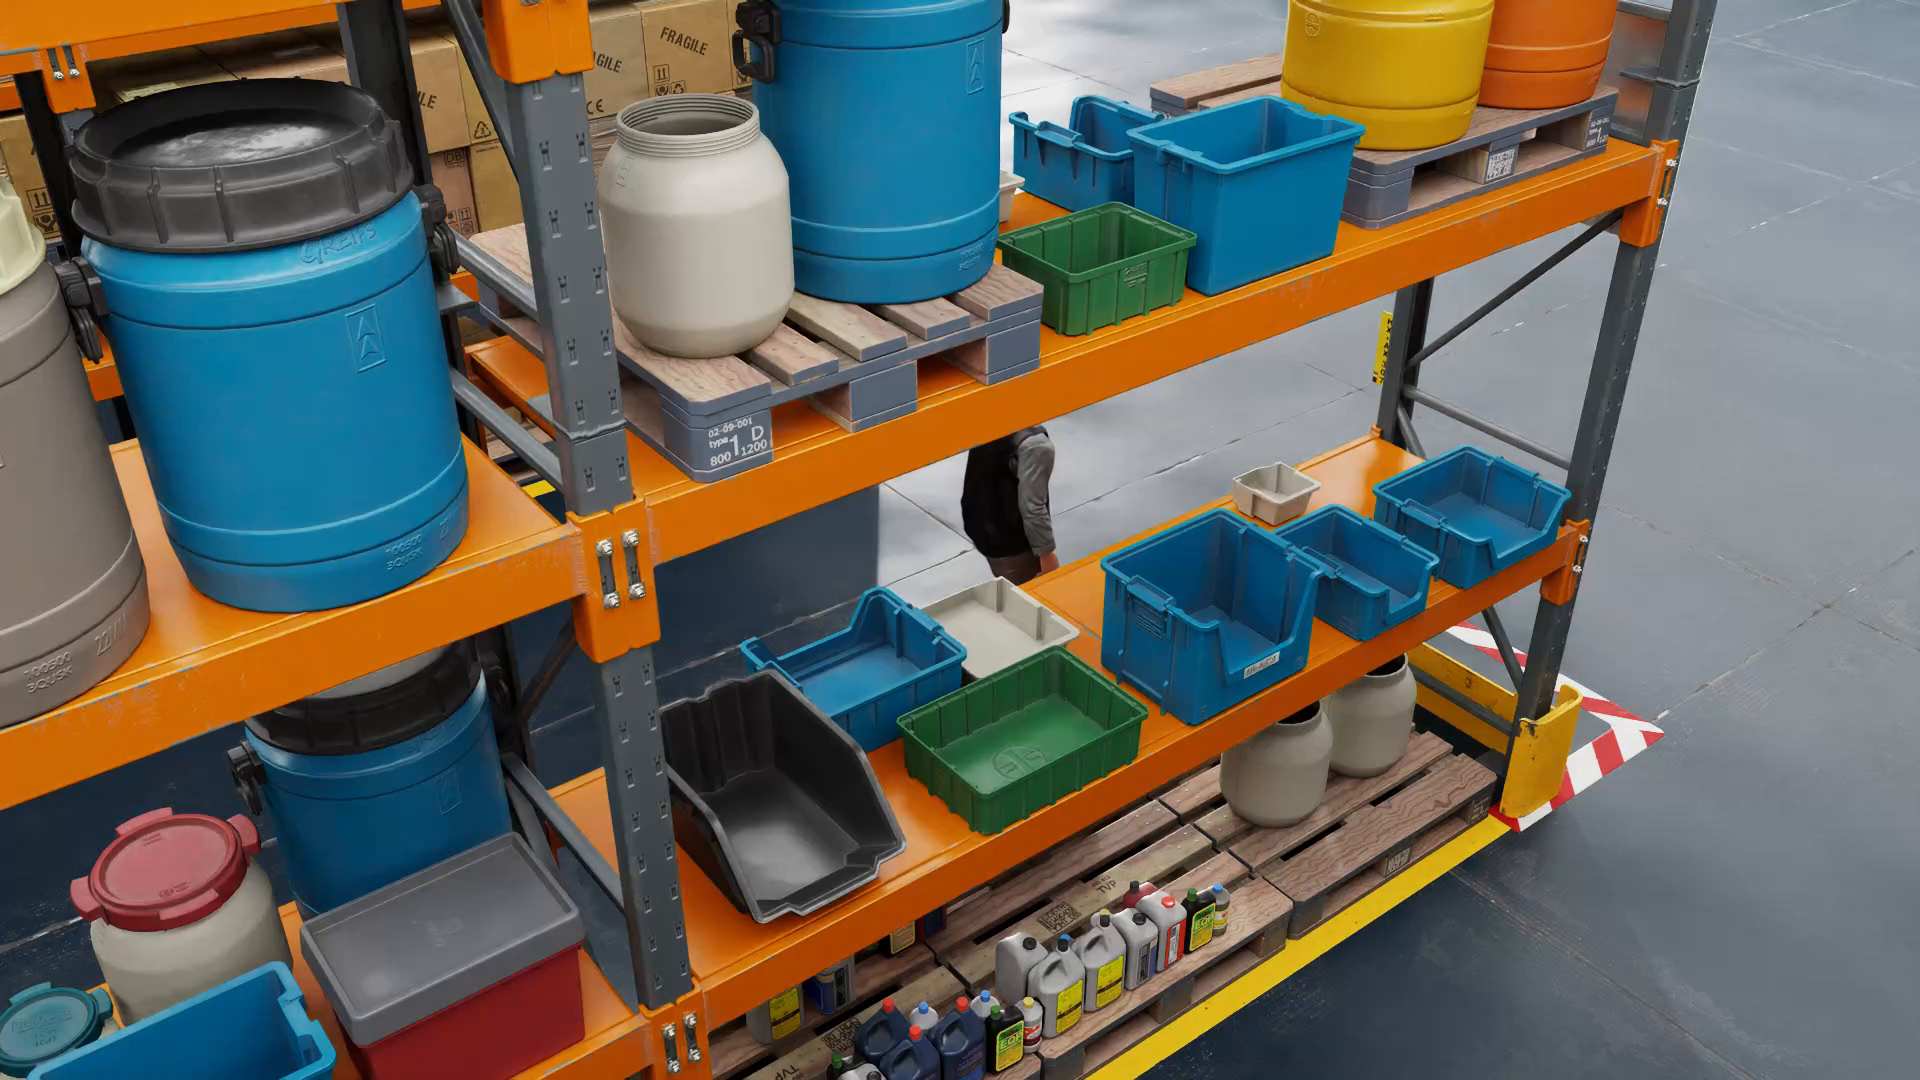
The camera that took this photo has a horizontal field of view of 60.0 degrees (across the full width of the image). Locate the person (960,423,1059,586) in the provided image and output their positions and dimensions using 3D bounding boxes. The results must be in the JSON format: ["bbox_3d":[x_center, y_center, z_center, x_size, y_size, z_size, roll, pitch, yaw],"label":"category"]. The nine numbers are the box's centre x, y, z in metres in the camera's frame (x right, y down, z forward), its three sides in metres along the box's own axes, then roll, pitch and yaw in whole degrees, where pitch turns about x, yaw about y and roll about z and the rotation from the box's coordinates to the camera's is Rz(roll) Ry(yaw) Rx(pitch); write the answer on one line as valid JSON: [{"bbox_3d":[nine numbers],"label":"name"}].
[{"bbox_3d":[0.254,-0.027,7.205,0.475,1.718,0.582,-12,34,-19],"label":"person"}]
